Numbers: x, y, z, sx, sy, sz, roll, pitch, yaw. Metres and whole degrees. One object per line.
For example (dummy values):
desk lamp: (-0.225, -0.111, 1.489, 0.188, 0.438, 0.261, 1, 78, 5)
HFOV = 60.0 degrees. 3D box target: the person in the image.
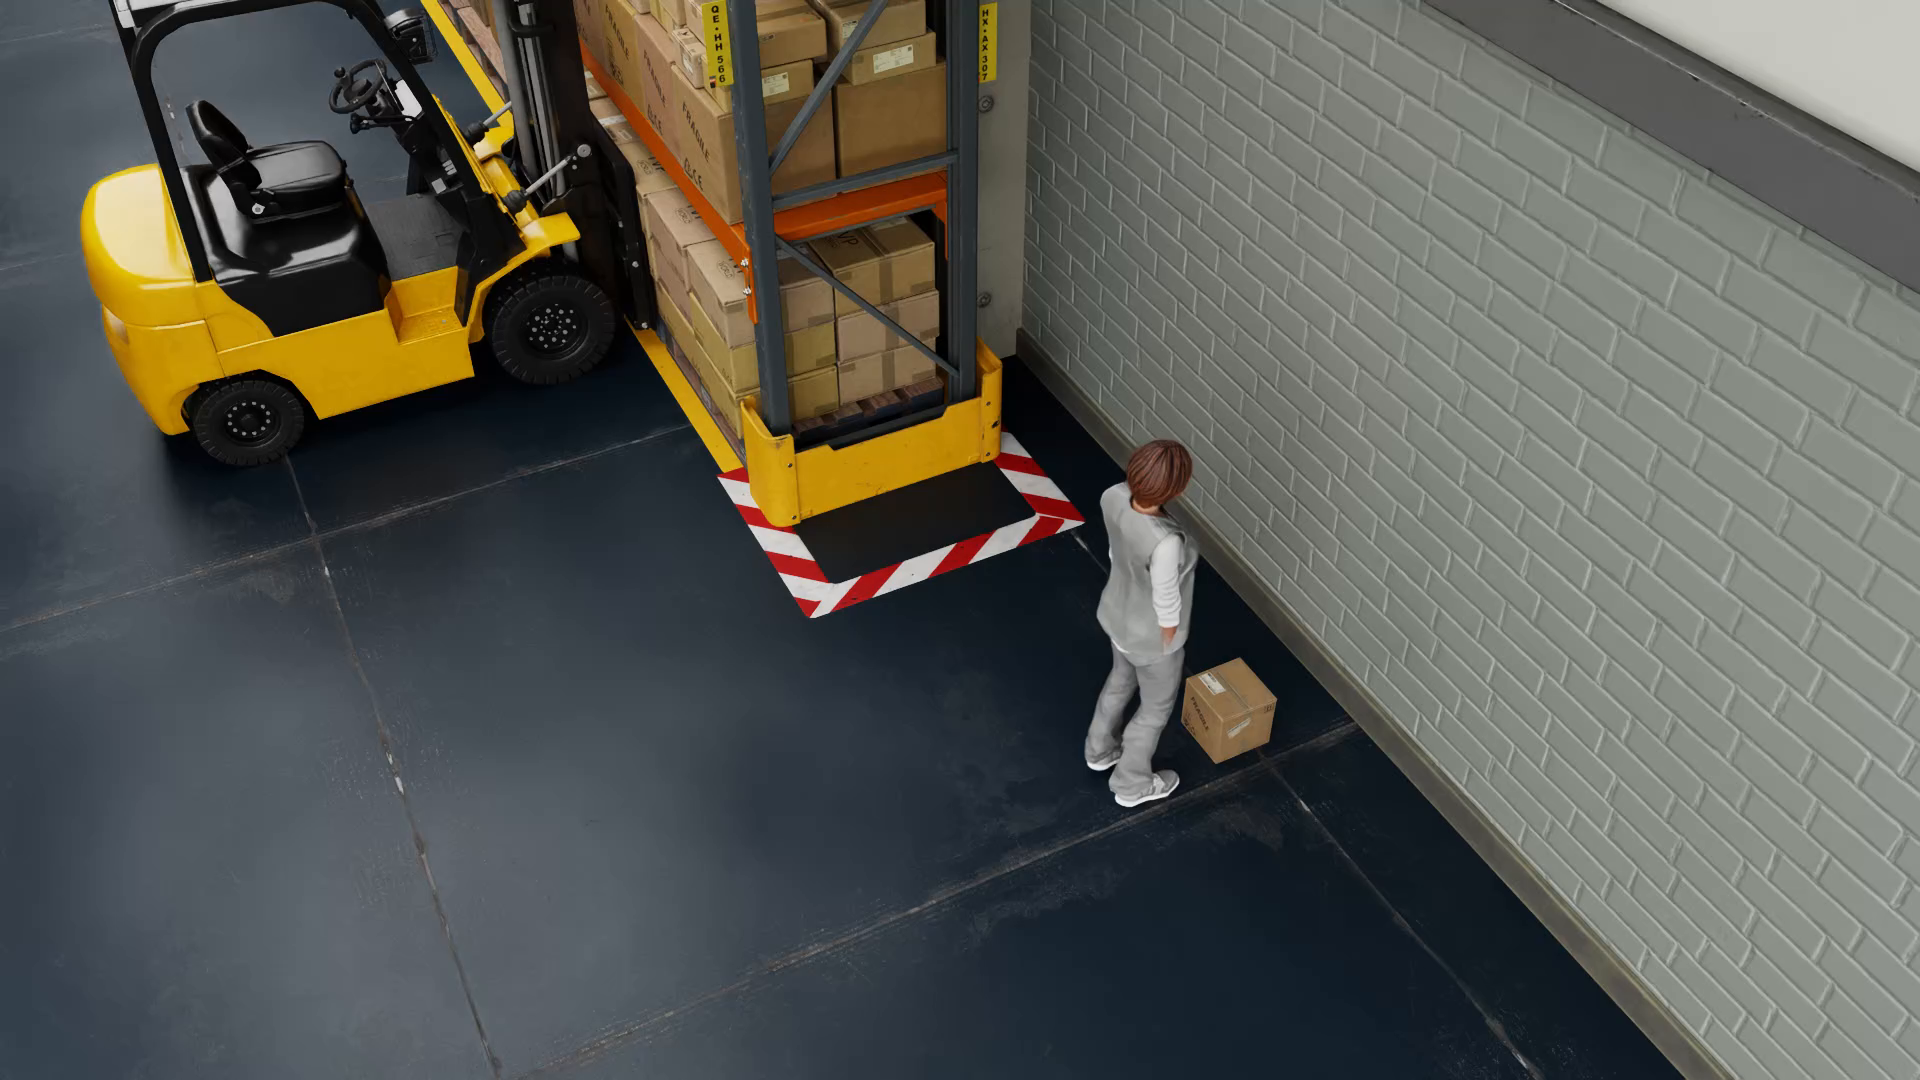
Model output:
person: (0.636, 0.294, 5.851, 0.301, 1.587, 0.407, -18, 45, -19)
